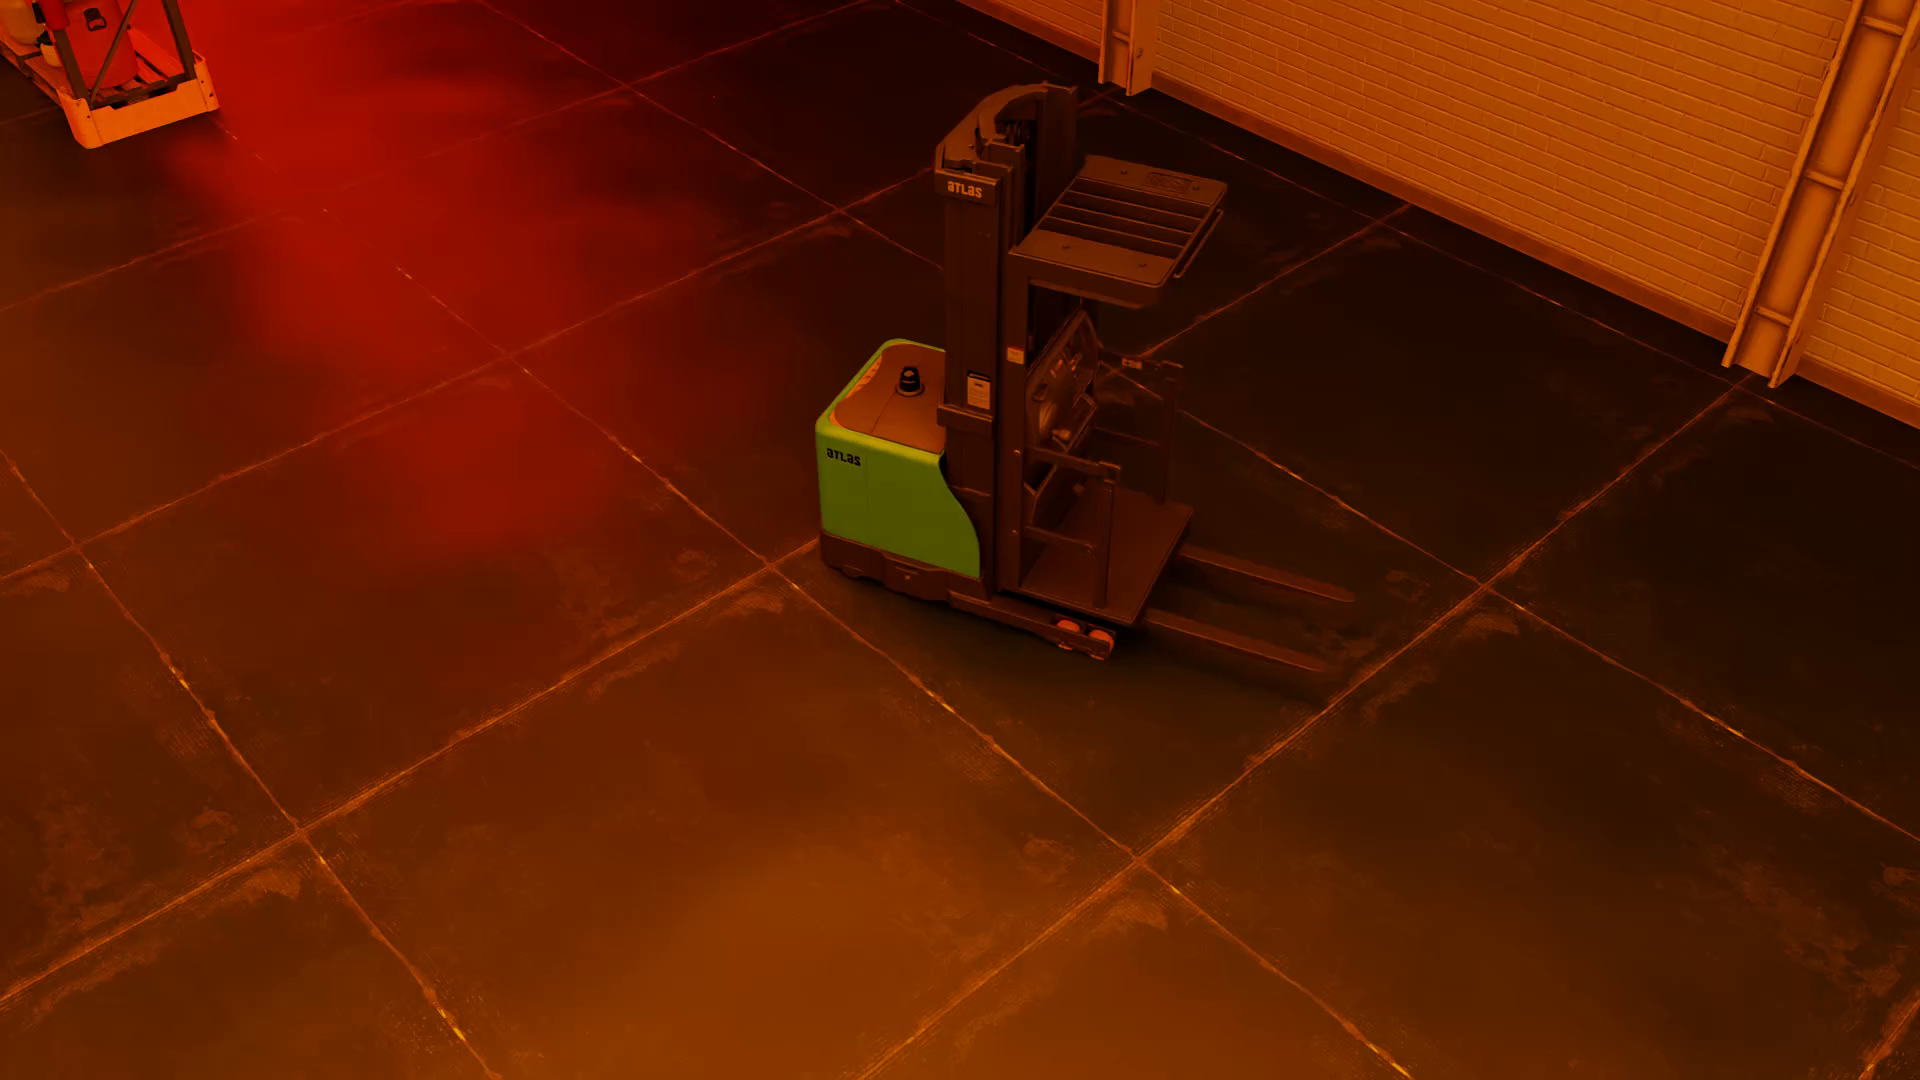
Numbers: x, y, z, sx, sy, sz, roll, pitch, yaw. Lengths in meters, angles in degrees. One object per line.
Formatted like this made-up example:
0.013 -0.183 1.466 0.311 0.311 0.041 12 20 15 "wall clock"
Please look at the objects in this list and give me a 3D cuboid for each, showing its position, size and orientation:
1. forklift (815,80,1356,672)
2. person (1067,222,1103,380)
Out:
0.732 -0.836 8.877 3.031 2.935 1.130 16 43 18 "forklift"
0.742 -1.331 10.575 0.841 1.427 0.899 -3 41 -3 "person"
